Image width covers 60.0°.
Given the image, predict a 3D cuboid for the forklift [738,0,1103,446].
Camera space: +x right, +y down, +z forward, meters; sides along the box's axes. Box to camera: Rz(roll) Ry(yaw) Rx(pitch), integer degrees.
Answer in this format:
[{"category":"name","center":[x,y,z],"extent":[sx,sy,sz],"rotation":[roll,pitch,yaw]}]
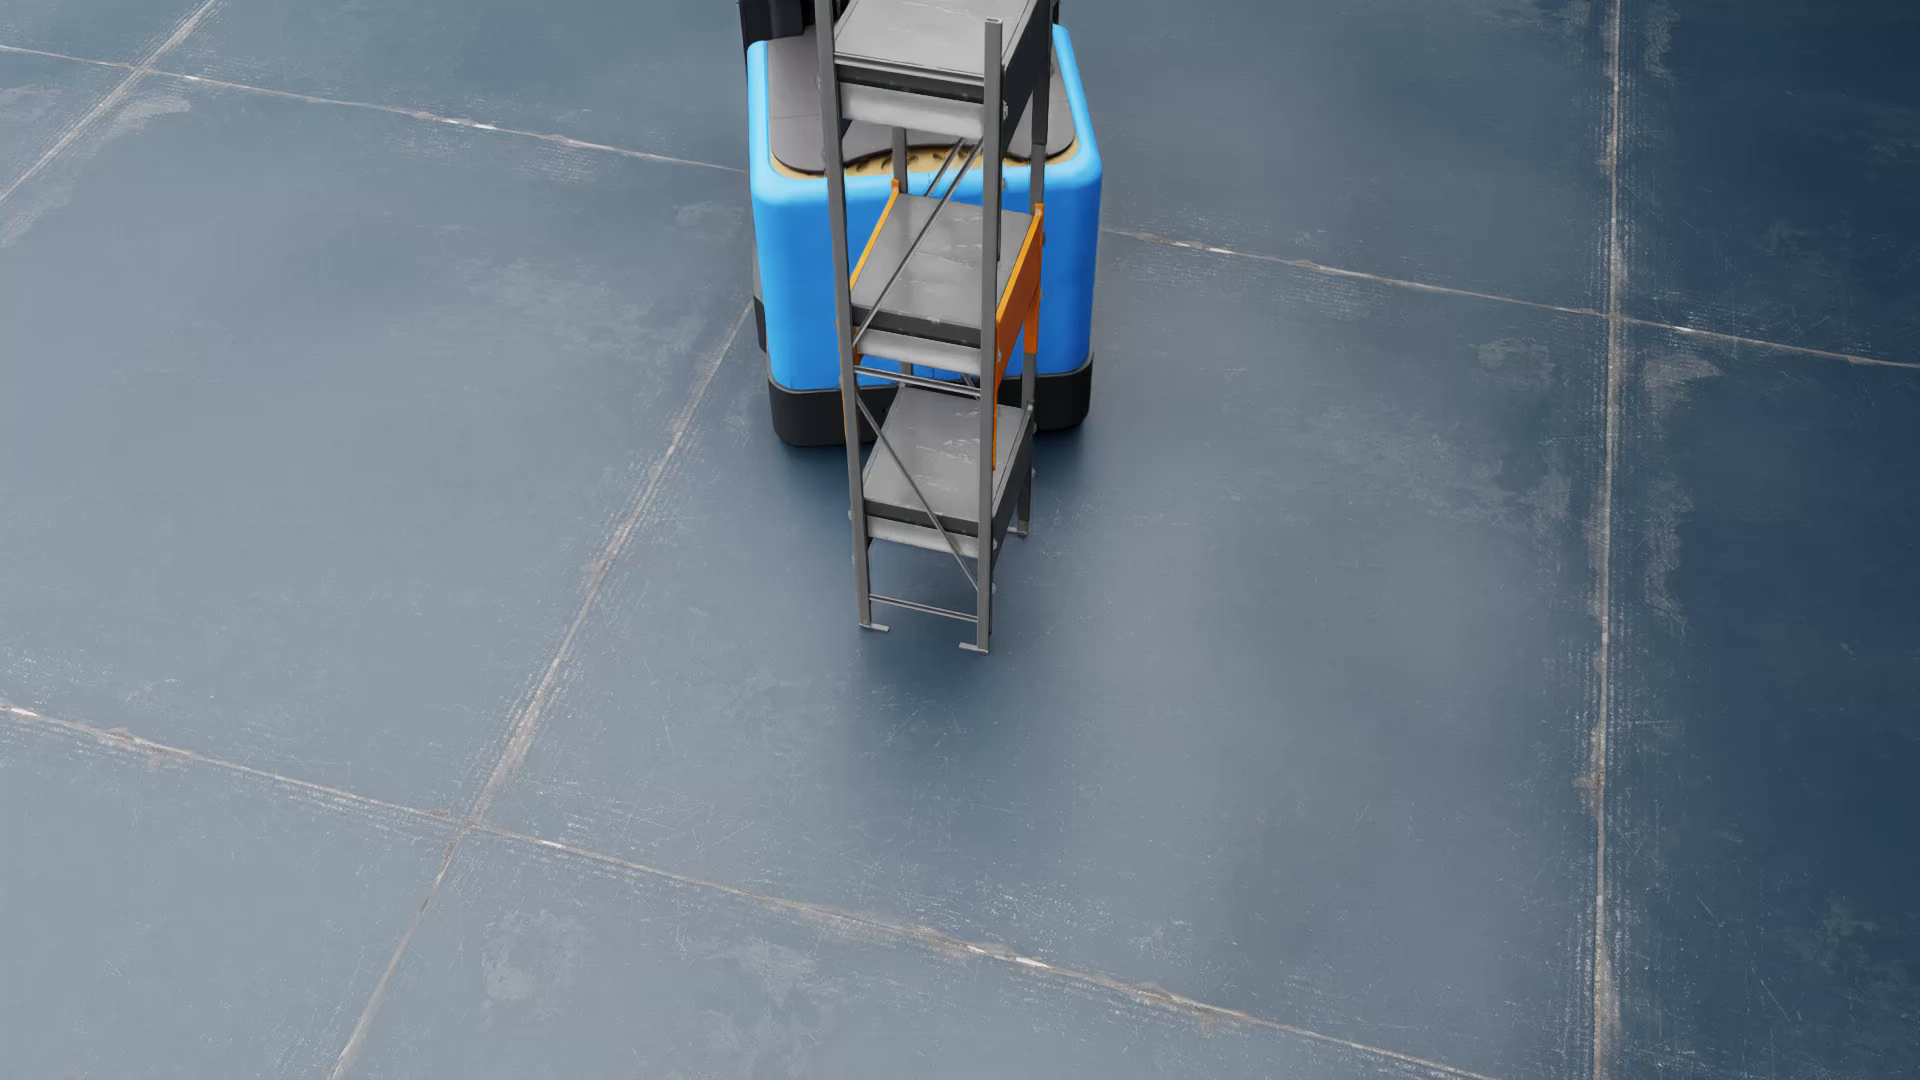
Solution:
[{"category":"forklift","center":[-0.230,-2.388,5.403],"extent":[1.130,2.935,3.031],"rotation":[-4,49,-4]}]

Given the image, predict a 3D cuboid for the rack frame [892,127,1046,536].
[{"category":"rack frame","center":[0.021,-0.752,4.513],"extent":[0.400,2.100,0.015],"rotation":[12,50,10]}]

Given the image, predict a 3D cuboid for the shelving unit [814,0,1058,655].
[{"category":"shelving unit","center":[-0.044,-0.575,4.357],"extent":[0.431,2.100,0.503],"rotation":[12,50,10]}]

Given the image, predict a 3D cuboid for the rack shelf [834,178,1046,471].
[{"category":"rack shelf","center":[-0.044,-0.566,4.367],"extent":[0.431,0.518,0.480],"rotation":[12,50,10]}]

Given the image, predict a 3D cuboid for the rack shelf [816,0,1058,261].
[{"category":"rack shelf","center":[-0.044,-1.029,3.842],"extent":[0.431,0.518,0.480],"rotation":[12,50,10]}]

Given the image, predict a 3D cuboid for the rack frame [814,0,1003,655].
[{"category":"rack frame","center":[-0.108,-0.399,4.201],"extent":[0.400,2.100,0.015],"rotation":[12,50,10]}]

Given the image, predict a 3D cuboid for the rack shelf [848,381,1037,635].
[{"category":"rack shelf","center":[-0.044,-0.103,4.892],"extent":[0.431,0.518,0.480],"rotation":[12,50,10]}]
